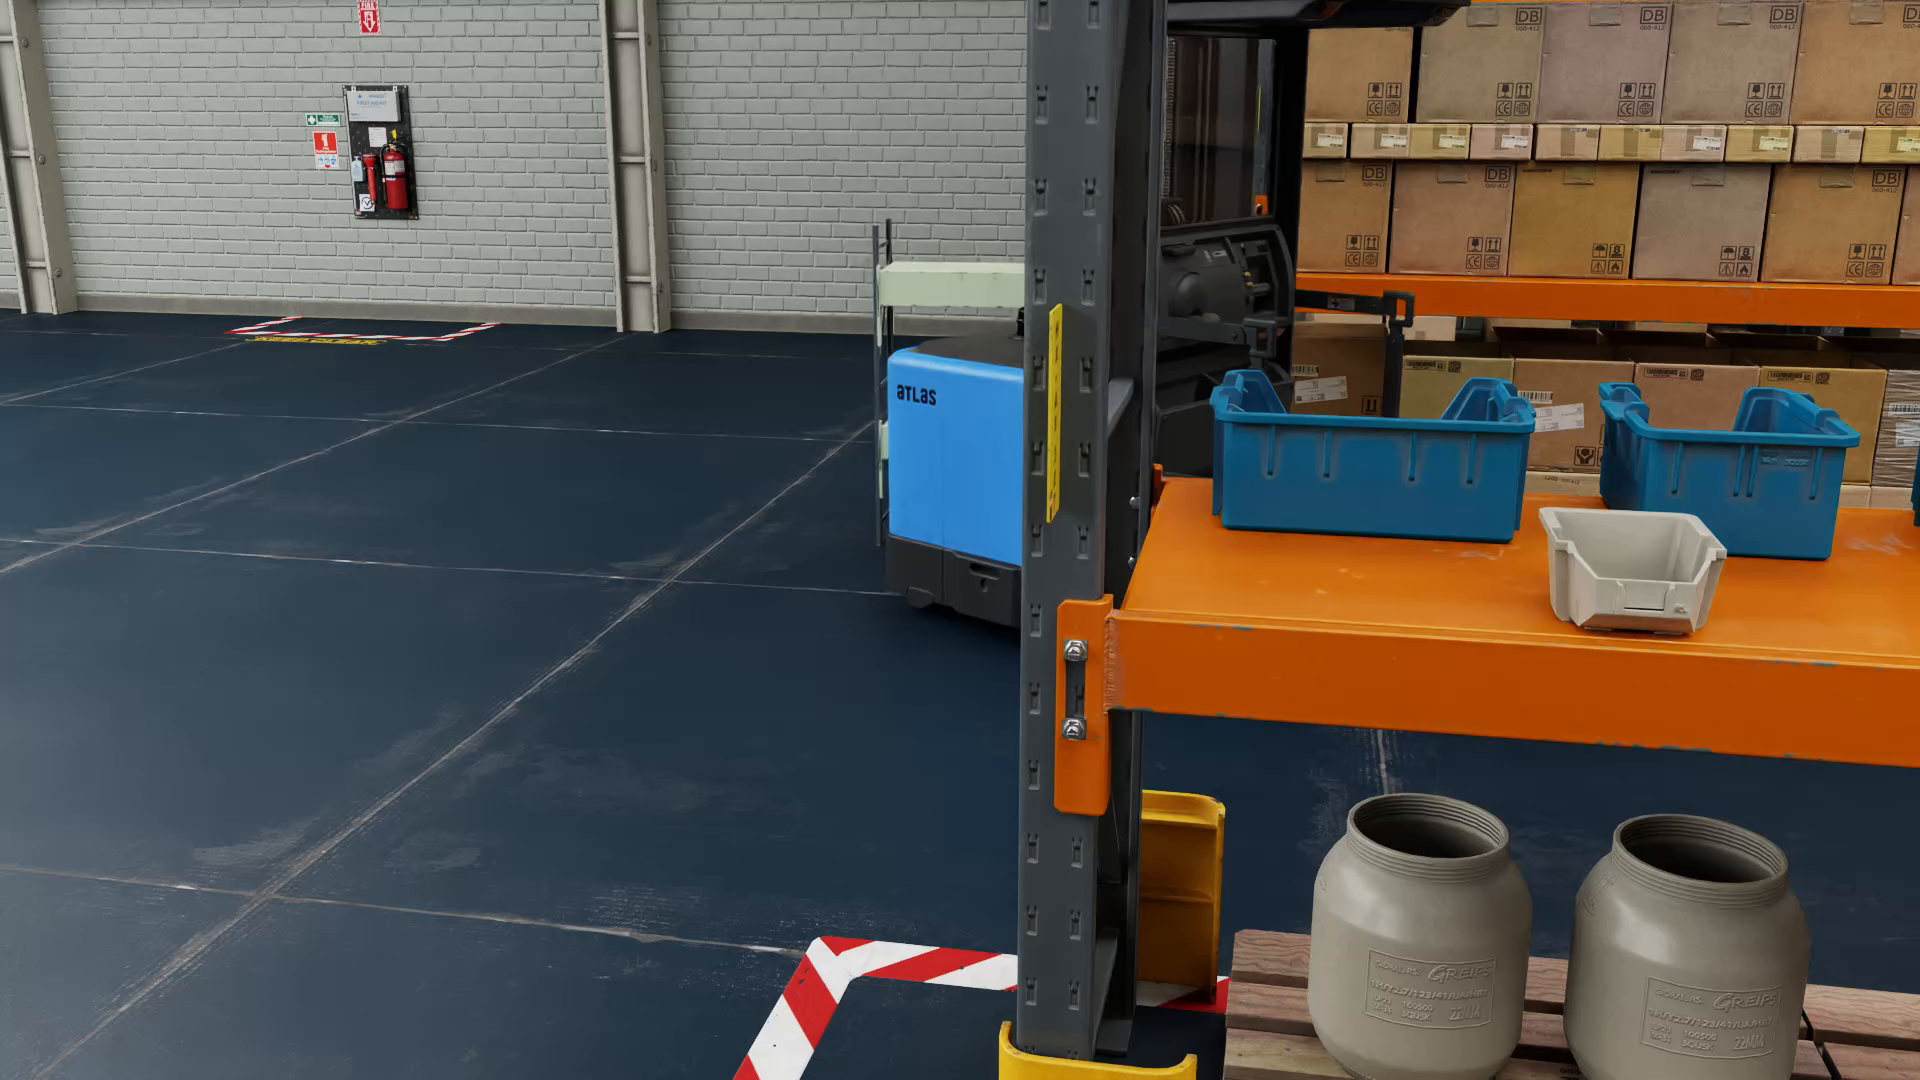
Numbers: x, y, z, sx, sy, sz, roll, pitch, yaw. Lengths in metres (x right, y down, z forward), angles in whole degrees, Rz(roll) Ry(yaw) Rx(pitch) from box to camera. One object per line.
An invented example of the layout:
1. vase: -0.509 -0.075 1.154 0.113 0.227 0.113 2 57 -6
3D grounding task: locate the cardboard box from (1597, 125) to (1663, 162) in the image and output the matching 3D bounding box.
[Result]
1. cardboard box: 2.854 -1.716 7.165 0.250 0.149 0.380 3 16 10

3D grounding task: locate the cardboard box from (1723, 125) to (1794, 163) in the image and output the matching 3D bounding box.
1. cardboard box: 3.356 -1.688 7.064 0.250 0.149 0.380 4 16 13

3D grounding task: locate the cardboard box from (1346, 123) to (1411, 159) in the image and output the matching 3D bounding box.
1. cardboard box: 1.851 -1.770 7.362 0.250 0.149 0.380 3 16 10

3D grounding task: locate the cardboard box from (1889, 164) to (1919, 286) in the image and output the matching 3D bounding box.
1. cardboard box: 4.215 -1.384 7.182 0.500 0.500 0.700 3 16 11

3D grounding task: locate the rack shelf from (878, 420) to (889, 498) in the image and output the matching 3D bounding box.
1. rack shelf: 0.005 -0.416 7.907 0.720 0.370 0.431 2 16 7

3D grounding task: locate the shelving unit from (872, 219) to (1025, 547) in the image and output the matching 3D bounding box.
1. shelving unit: 0.005 -0.731 7.820 0.755 1.500 0.431 2 16 7

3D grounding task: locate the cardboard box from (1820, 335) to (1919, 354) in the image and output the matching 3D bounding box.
1. cardboard box: 4.286 -0.657 7.705 0.500 0.500 0.500 3 16 11

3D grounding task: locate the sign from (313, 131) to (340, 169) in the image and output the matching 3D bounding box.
1. sign: -5.723 -3.520 15.012 0.234 0.329 0.001 3 16 11

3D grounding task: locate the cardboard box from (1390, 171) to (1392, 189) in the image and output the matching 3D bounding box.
1. cardboard box: 3.160 -2.601 12.005 0.500 0.250 0.500 3 16 9

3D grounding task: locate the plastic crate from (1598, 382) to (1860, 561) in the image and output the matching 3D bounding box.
1. plastic crate: 1.444 -0.149 3.188 0.408 0.251 0.499 3 16 11

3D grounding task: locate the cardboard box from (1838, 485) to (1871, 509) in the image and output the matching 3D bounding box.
1. cardboard box: 3.691 -0.184 7.402 0.500 0.250 0.500 3 16 11

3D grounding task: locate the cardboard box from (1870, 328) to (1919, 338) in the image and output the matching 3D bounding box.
1. cardboard box: 6.878 -1.556 11.849 0.500 0.500 0.700 4 16 13

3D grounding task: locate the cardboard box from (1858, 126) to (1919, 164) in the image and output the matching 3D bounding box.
1. cardboard box: 3.864 -1.661 6.968 0.250 0.149 0.380 3 16 11

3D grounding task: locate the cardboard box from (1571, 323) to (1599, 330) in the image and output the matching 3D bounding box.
1. cardboard box: 4.590 -1.512 12.347 0.250 0.149 0.380 2 16 7

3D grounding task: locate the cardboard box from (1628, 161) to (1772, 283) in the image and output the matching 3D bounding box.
1. cardboard box: 3.222 -1.439 7.379 0.500 0.500 0.700 4 16 13

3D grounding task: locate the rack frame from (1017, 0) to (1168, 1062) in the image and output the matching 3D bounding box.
1. rack frame: 0.259 -0.205 3.112 0.127 3.000 1.000 3 16 11

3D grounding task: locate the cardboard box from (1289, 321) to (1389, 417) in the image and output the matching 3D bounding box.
1. cardboard box: 1.835 -0.788 8.178 0.500 0.500 0.500 3 16 11

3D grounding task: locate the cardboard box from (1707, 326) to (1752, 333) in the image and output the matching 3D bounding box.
1. cardboard box: 5.623 -1.451 12.093 0.250 0.166 0.380 1 16 4

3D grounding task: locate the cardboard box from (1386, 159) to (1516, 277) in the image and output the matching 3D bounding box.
1. cardboard box: 2.220 -1.494 7.577 0.500 0.500 0.700 4 16 13

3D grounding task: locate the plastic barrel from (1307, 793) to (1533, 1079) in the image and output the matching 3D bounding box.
1. plastic barrel: 0.919 0.807 3.334 0.421 0.512 0.421 0 15 0

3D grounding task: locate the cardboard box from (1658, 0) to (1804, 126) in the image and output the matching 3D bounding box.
1. cardboard box: 3.258 -2.063 7.202 0.500 0.500 0.700 3 16 11

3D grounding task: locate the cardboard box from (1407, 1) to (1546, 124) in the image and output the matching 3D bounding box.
1. cardboard box: 2.273 -2.116 7.395 0.500 0.500 0.700 3 16 10

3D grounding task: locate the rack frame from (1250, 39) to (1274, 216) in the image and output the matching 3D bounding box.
1. rack frame: 2.233 -2.796 12.468 0.127 3.000 1.000 3 16 11

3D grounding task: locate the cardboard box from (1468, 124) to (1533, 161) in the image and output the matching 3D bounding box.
1. cardboard box: 2.342 -1.743 7.262 0.250 0.149 0.380 3 16 10

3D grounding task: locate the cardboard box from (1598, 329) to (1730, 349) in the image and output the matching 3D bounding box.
1. cardboard box: 3.307 -0.712 7.902 0.500 0.500 0.500 3 16 11

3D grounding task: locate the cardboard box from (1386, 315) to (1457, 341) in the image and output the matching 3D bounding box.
1. cardboard box: 3.452 -1.622 12.441 0.500 0.311 0.500 4 16 16

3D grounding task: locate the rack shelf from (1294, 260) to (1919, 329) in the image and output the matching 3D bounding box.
1. rack shelf: 3.210 -1.047 7.501 4.000 0.370 1.077 3 16 11

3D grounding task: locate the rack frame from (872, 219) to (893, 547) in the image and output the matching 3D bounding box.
1. rack frame: -0.359 -0.742 7.863 0.023 1.500 0.400 2 16 7

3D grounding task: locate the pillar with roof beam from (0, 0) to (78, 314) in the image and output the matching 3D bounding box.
1. pillar with roof beam: -9.526 -5.389 10.588 0.400 9.000 9.100 3 16 11

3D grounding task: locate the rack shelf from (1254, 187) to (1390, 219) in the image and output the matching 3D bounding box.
1. rack shelf: 4.193 -2.343 12.180 4.000 0.370 1.077 3 16 11

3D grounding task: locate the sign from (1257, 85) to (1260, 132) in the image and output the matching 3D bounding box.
1. sign: 2.125 -3.072 11.840 0.005 0.325 0.100 3 16 11

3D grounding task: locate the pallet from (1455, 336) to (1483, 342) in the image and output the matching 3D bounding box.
1. pallet: 4.289 -1.330 12.400 1.213 0.211 1.003 3 16 11

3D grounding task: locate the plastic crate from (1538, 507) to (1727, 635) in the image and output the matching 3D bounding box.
1. plastic crate: 1.072 0.054 2.671 0.250 0.136 0.298 3 16 11

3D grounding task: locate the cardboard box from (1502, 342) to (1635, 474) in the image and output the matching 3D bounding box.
1. cardboard box: 2.714 -0.603 7.509 0.500 0.500 0.500 3 16 11

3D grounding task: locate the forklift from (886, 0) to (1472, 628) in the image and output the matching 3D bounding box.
1. forklift: 1.129 -0.984 6.053 3.031 2.935 1.130 13 20 39

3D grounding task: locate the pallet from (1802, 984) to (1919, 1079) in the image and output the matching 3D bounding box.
1. pallet: 2.330 1.241 3.116 1.213 0.211 1.003 3 16 11

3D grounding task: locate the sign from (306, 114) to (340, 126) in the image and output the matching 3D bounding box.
1. sign: -5.721 -3.772 14.932 0.331 0.109 0.001 3 16 11

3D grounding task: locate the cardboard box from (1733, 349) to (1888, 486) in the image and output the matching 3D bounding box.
1. cardboard box: 3.693 -0.549 7.314 0.500 0.500 0.500 3 16 11
